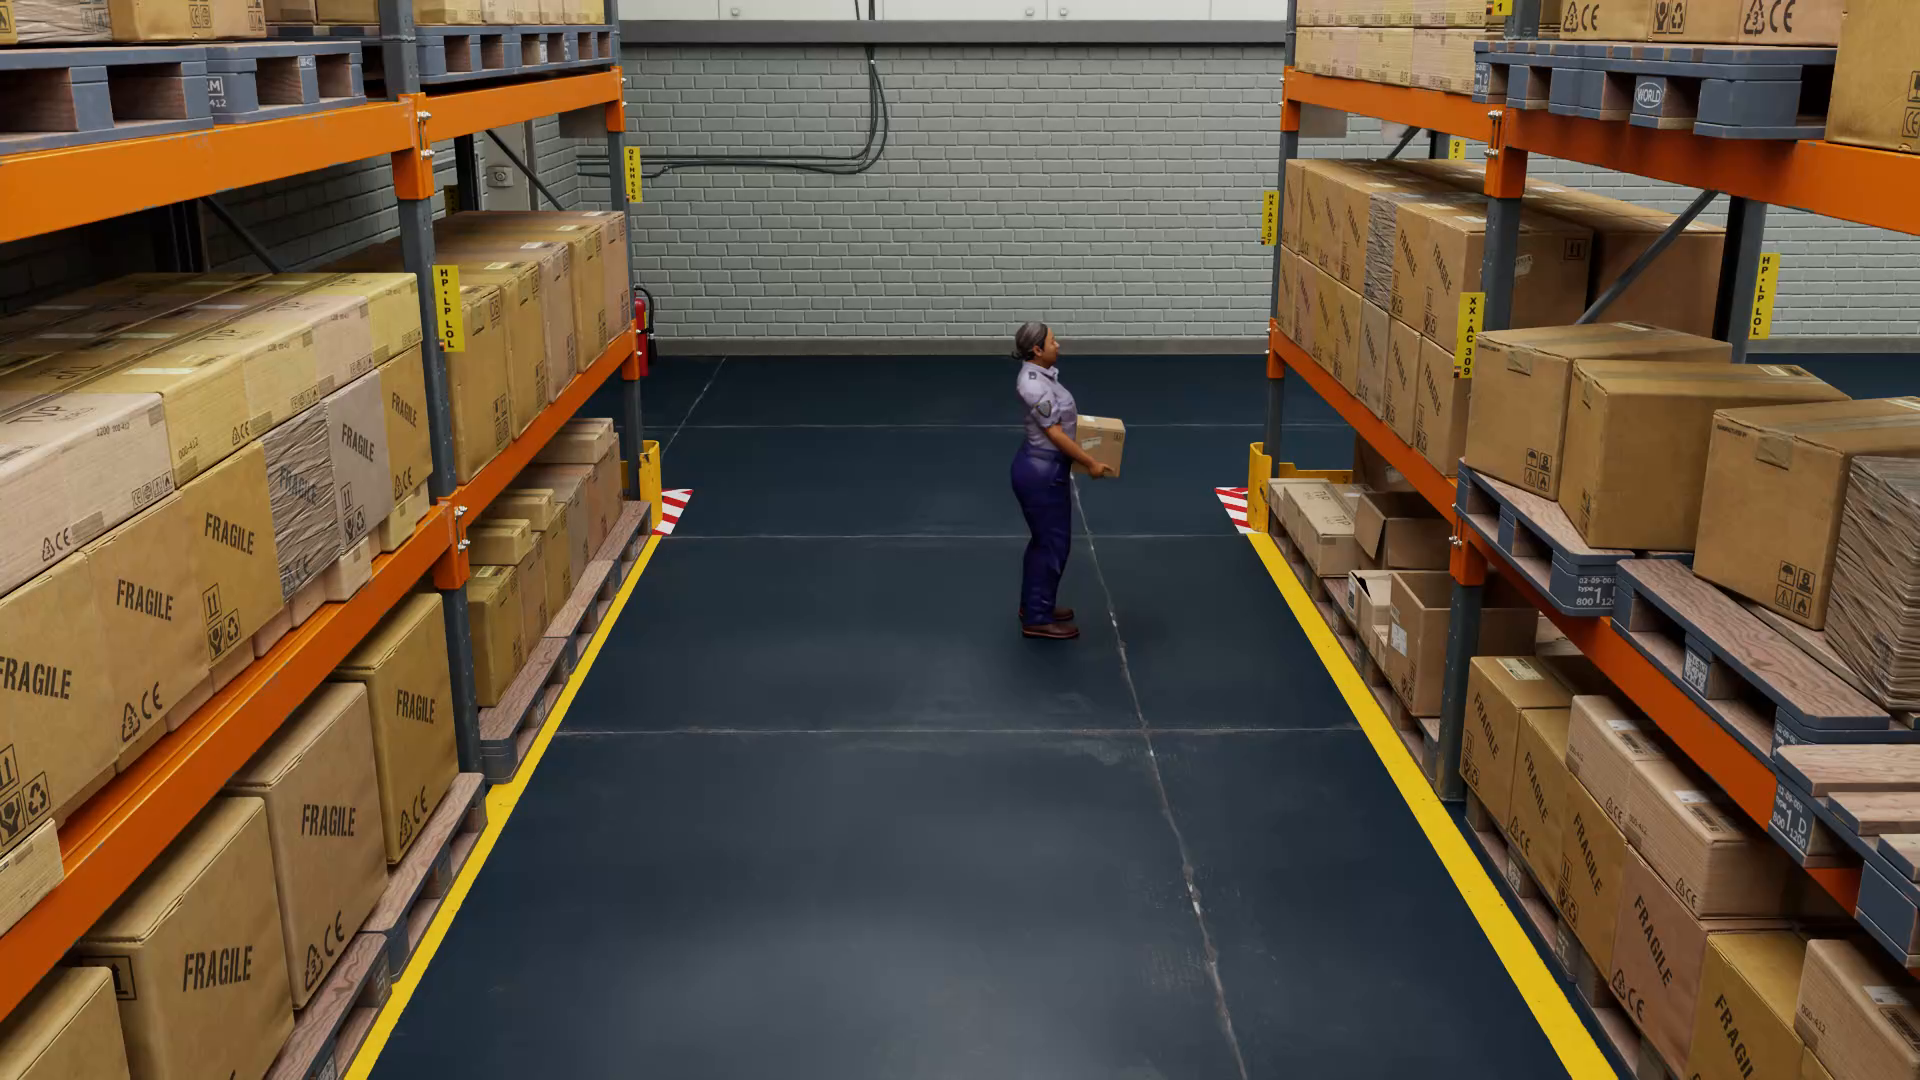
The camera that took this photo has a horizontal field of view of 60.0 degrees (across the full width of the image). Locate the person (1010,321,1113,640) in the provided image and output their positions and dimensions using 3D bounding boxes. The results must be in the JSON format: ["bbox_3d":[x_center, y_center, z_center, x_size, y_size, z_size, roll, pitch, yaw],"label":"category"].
[{"bbox_3d":[0.520,-0.321,8.625,0.525,1.636,0.452,0,17,0],"label":"person"}]
